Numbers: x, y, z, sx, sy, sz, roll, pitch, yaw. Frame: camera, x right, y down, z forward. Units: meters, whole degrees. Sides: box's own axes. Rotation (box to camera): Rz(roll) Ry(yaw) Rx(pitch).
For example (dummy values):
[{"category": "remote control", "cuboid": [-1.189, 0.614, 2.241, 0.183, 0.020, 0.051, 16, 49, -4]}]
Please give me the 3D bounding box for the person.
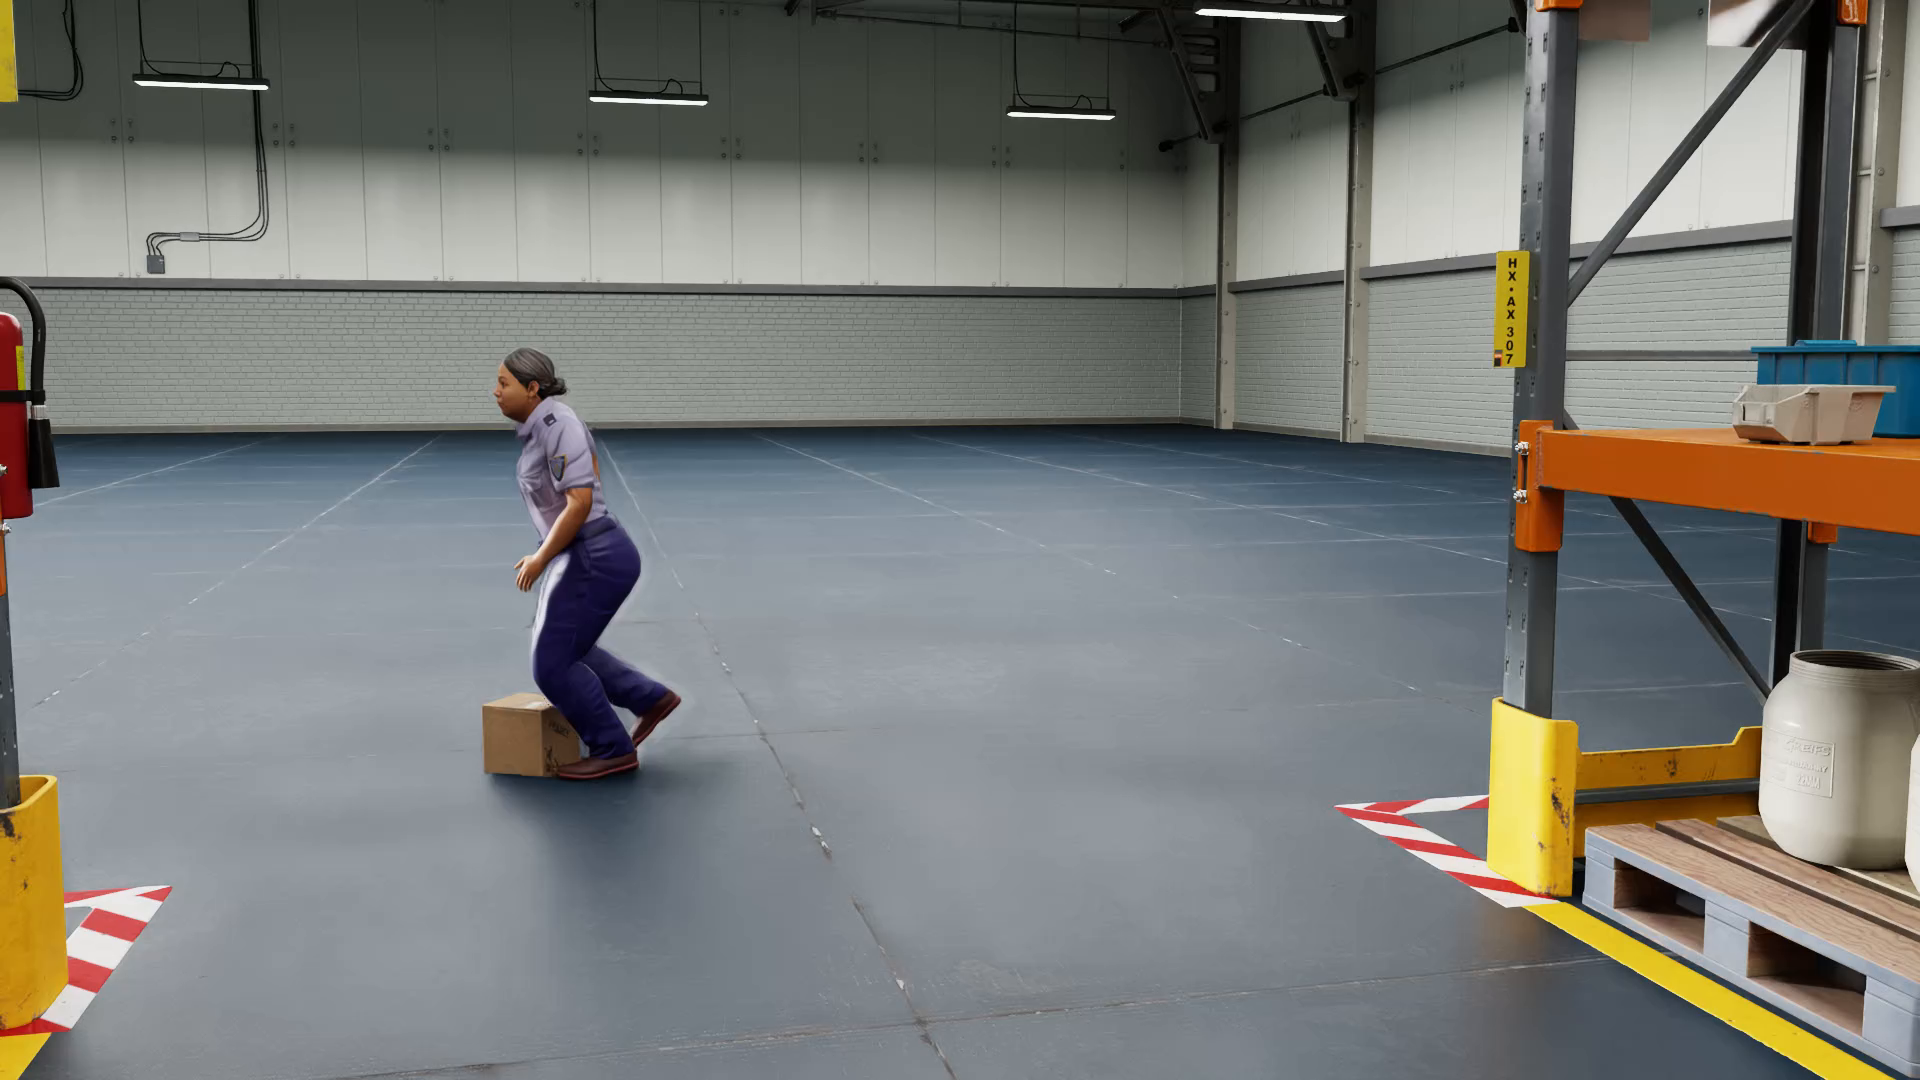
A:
[{"category": "person", "cuboid": [-1.321, 0.084, 5.976, 0.661, 1.545, 0.669, -2, 7, -19]}]
